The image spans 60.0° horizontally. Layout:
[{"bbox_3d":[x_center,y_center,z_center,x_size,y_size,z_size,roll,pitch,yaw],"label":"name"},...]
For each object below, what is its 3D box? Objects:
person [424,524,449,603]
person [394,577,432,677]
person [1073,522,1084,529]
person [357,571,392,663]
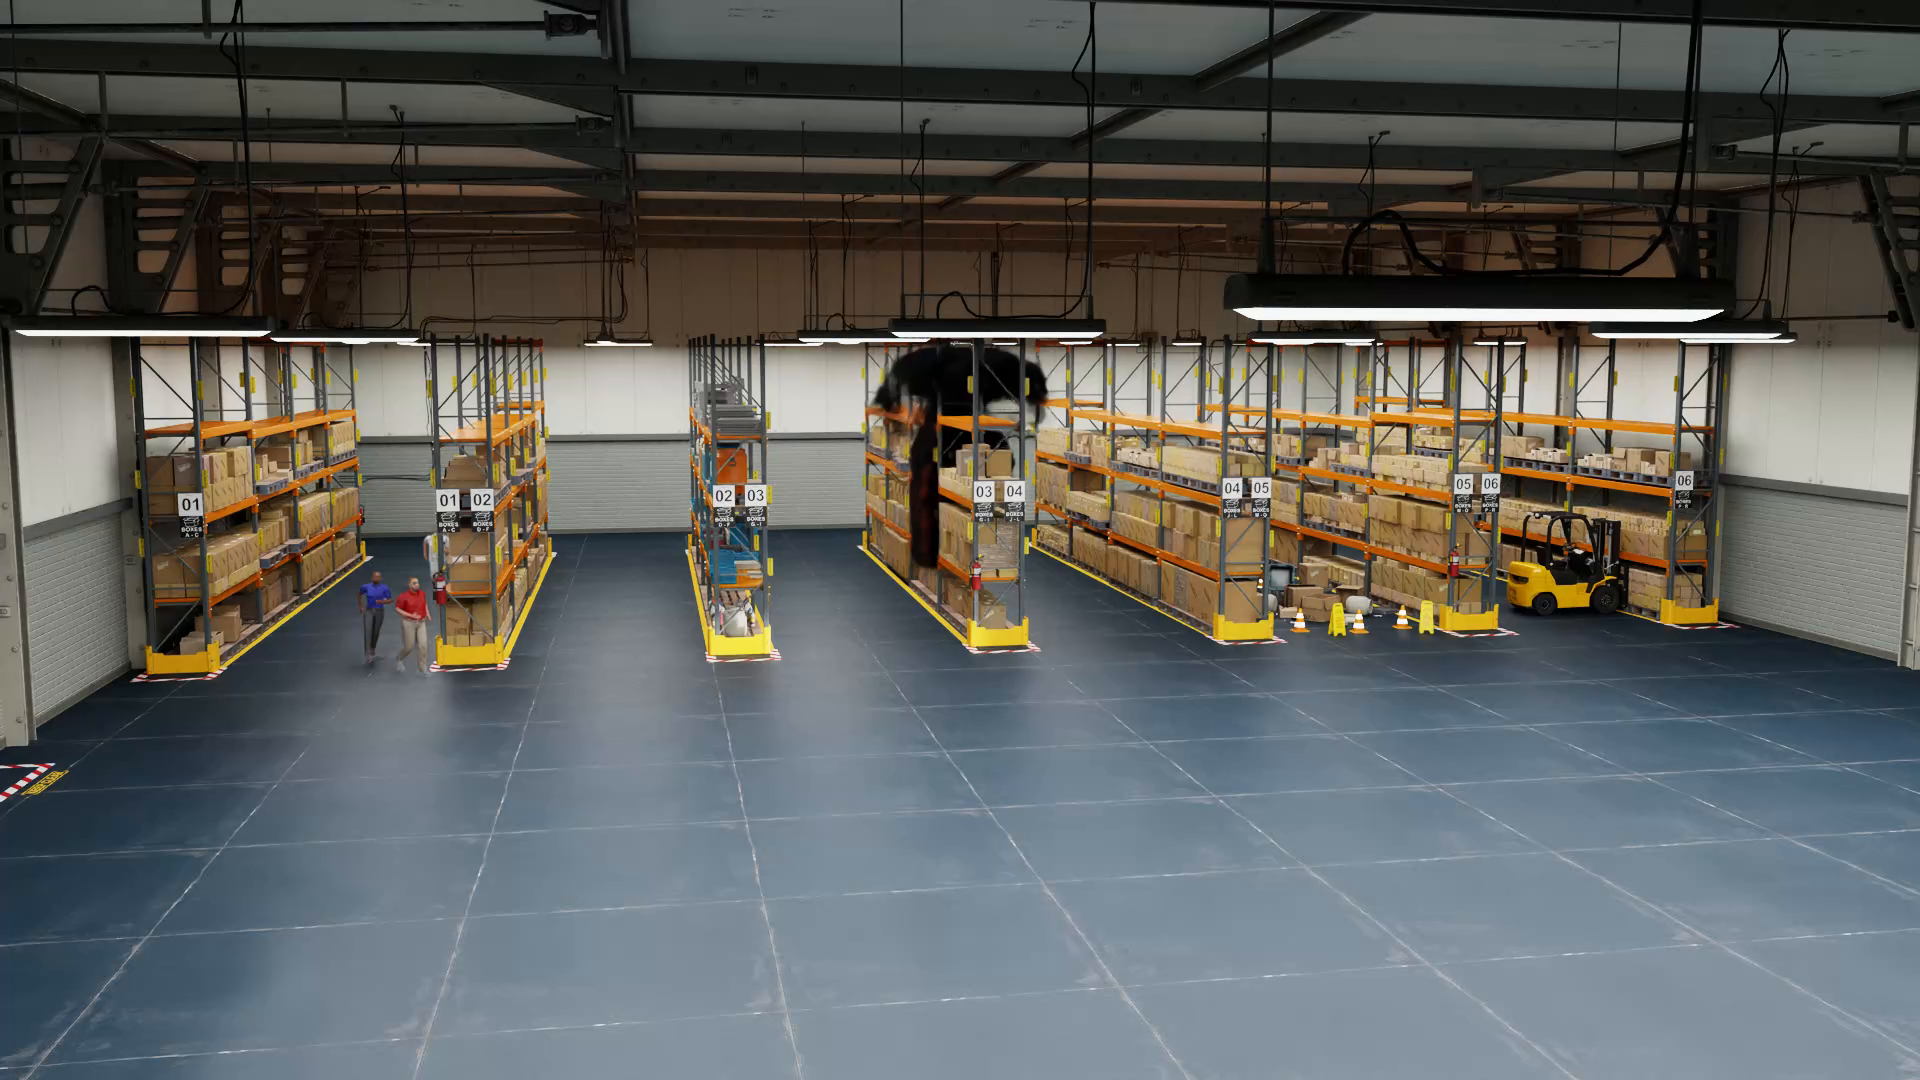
[{"bbox_3d":[-11.876,0.522,37.898,0.686,1.829,0.860,-1,7,-10],"label":"person"},{"bbox_3d":[-9.645,1.516,29.330,0.864,1.745,0.685,5,8,39],"label":"person"},{"bbox_3d":[3.634,-0.947,50.808,0.652,1.724,0.702,-5,8,-38],"label":"person"},{"bbox_3d":[-10.725,1.374,30.536,0.593,1.630,0.975,-3,7,-25],"label":"person"}]
